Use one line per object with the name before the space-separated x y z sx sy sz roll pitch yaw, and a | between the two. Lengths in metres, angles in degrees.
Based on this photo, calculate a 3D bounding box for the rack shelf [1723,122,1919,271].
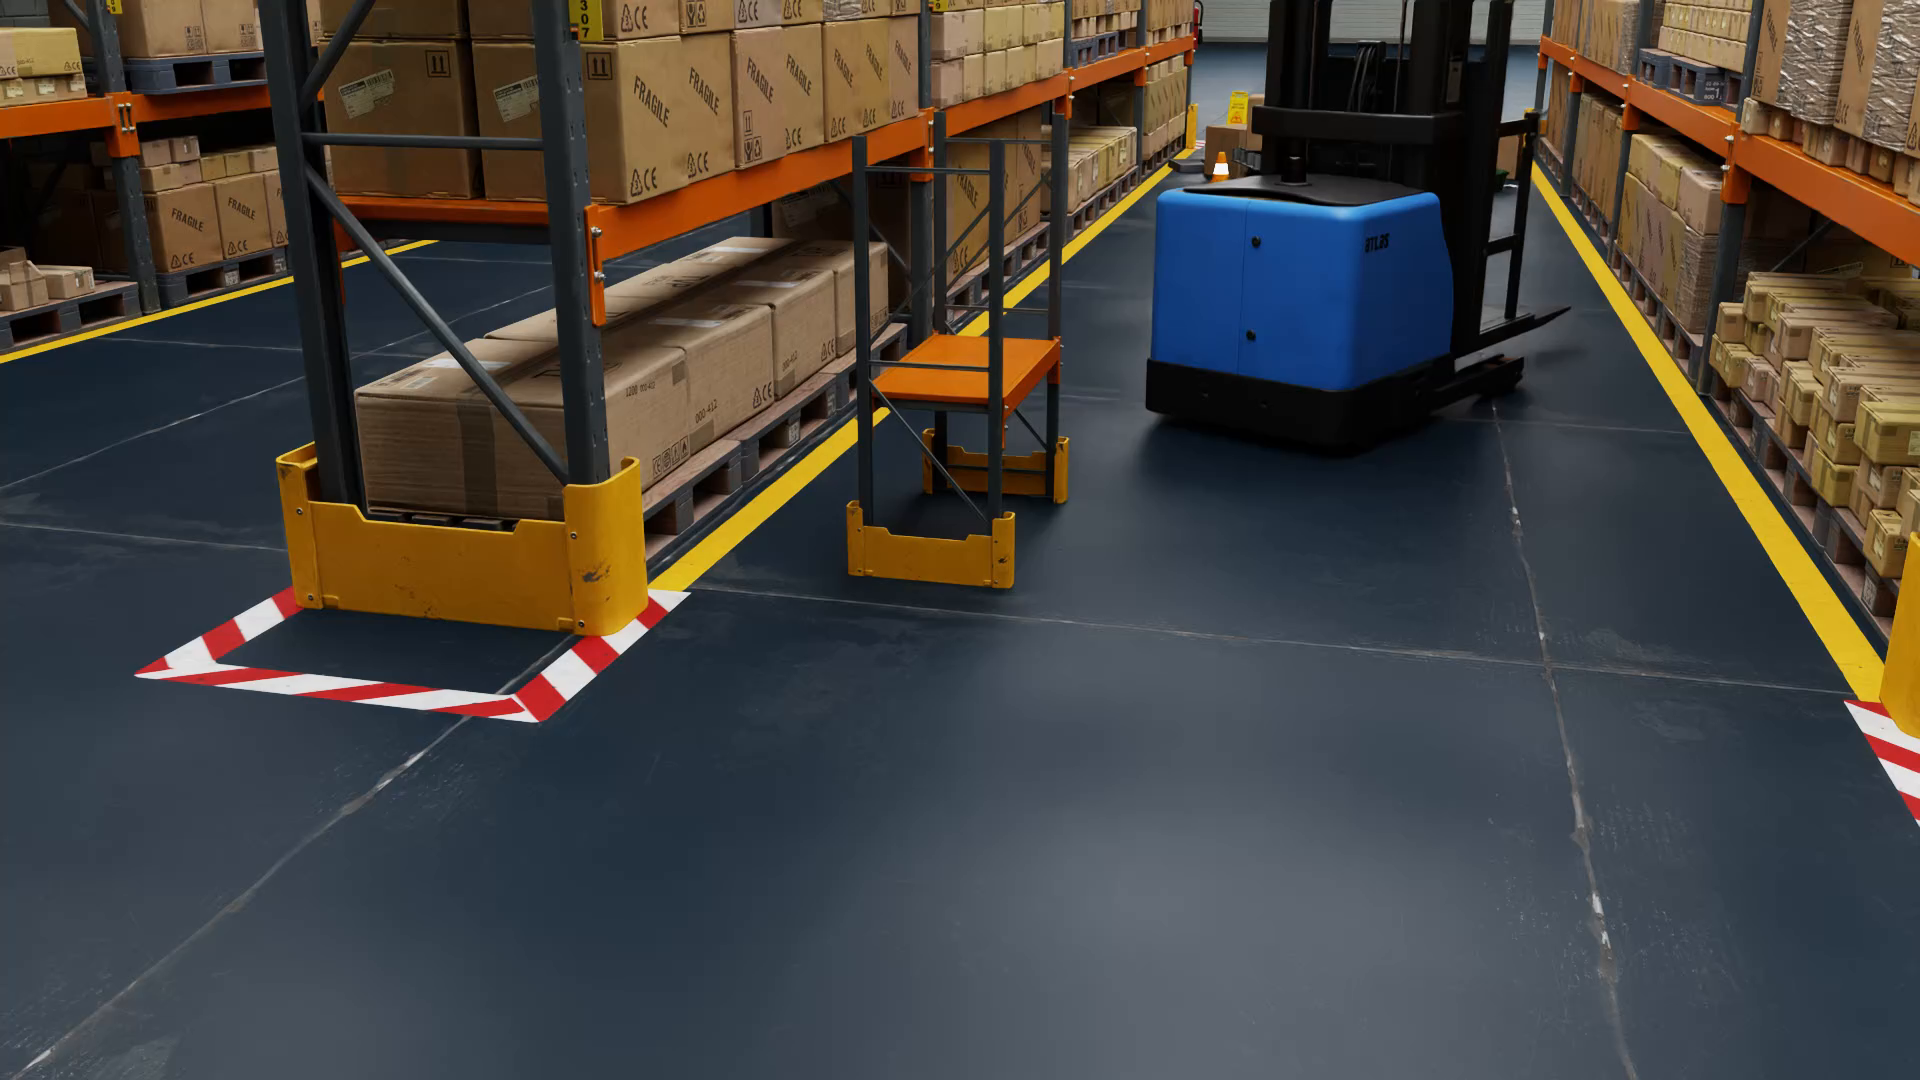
rack shelf | 3.686 -1.142 6.002 1.077 0.370 4.000 5 19 13

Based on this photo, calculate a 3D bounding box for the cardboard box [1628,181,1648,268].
cardboard box | 4.612 -2.019 10.675 0.500 0.500 0.500 5 19 14

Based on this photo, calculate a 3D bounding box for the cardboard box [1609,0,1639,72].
cardboard box | 5.125 -3.728 12.308 0.500 0.500 0.500 5 19 13

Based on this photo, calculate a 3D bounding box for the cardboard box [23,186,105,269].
cardboard box | -5.631 -2.052 10.772 0.500 0.500 0.500 5 19 13

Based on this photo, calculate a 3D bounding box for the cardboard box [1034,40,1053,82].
cardboard box | 0.346 -3.310 11.471 0.500 0.250 0.500 5 19 14

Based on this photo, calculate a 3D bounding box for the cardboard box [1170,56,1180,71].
cardboard box | 2.250 -5.318 18.557 0.380 0.149 0.250 5 19 14

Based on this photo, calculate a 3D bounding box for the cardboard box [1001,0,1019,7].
cardboard box | 0.079 -3.585 10.341 0.500 0.500 0.500 4 19 12

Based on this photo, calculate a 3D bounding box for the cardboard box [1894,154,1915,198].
cardboard box | 3.279 -1.178 5.383 0.380 0.149 0.250 4 19 11

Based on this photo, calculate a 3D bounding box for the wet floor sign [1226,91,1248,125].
wet floor sign | 3.366 -5.090 20.092 0.267 0.644 0.232 12 22 32

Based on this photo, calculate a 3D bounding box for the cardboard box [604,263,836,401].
cardboard box | -1.126 -0.985 7.746 0.875 0.438 0.875 4 19 12

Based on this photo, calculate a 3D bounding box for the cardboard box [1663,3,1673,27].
cardboard box | 4.839 -3.448 10.919 0.380 0.149 0.250 6 20 16

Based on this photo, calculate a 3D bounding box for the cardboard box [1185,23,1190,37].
cardboard box | 2.443 -5.888 19.174 0.380 0.149 0.250 4 19 13

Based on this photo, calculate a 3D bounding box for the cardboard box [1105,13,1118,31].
cardboard box | 1.183 -4.554 14.618 0.380 0.149 0.250 5 19 13

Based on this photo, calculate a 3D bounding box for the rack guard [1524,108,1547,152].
rack guard | 7.112 -4.695 19.159 1.175 0.500 0.348 5 19 13

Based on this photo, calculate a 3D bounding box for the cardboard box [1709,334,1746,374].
cardboard box | 3.774 -0.870 7.854 0.380 0.149 0.250 4 19 11

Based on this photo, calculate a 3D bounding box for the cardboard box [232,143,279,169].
cardboard box | -4.861 -2.687 11.629 0.380 0.149 0.250 5 20 15

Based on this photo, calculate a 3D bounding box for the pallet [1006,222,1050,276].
pallet | 0.061 -2.161 12.188 1.003 0.211 1.213 5 19 13

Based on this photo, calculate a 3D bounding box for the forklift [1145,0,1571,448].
forklift | 2.205 -2.193 8.074 1.130 2.935 3.031 15 24 38

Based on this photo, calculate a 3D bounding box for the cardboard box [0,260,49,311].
cardboard box | -5.403 -1.454 9.384 0.396 0.266 0.258 5 20 15

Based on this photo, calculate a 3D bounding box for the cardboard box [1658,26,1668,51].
cardboard box | 4.847 -3.318 11.000 0.380 0.149 0.250 4 19 13

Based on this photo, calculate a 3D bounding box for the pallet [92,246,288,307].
pallet | -5.302 -1.797 11.123 1.003 0.211 1.213 5 19 13

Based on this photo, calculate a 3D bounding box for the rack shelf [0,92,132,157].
rack shelf | -5.953 -1.892 8.198 1.077 0.370 4.000 5 19 13

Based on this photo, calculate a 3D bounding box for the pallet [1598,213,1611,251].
pallet | 5.417 -2.284 12.548 1.003 0.211 1.213 5 19 13

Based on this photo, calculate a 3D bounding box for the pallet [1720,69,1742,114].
pallet | 4.502 -2.246 8.420 1.003 0.211 1.213 5 19 13

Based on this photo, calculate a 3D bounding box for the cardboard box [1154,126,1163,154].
cardboard box | 1.830 -4.205 17.462 0.500 0.250 0.500 6 20 16

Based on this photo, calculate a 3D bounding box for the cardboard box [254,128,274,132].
cardboard box | -5.147 -3.053 12.700 0.380 0.149 0.250 4 19 11

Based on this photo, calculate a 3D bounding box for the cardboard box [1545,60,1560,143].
cardboard box | 7.005 -4.845 18.371 0.875 0.875 0.875 5 19 14

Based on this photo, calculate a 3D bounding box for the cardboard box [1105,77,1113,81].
cardboard box | 1.311 -4.594 17.441 0.500 0.500 0.500 5 19 14

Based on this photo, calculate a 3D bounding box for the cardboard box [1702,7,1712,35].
cardboard box | 4.464 -2.959 9.488 0.380 0.149 0.250 5 20 15

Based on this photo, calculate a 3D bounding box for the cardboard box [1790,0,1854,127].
cardboard box | 3.537 -1.851 6.351 0.500 0.500 0.500 4 19 12

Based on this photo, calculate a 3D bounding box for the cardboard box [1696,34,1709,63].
cardboard box | 4.460 -2.821 9.545 0.380 0.149 0.250 4 19 12

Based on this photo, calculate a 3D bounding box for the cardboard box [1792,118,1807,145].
cardboard box | 3.783 -1.752 7.066 0.380 0.149 0.250 4 19 11

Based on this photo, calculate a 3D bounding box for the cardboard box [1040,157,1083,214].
cardboard box | 0.475 -2.853 13.316 0.950 0.372 0.625 3 19 10

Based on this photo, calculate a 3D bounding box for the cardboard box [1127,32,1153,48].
cardboard box | 1.692 -4.930 16.369 0.380 0.149 0.250 5 19 13

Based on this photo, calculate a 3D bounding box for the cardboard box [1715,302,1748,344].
cardboard box | 3.776 -1.011 7.807 0.380 0.149 0.250 6 20 16

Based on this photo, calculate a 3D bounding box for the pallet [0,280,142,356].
pallet | -5.633 -1.324 9.738 1.003 0.211 1.213 5 19 13

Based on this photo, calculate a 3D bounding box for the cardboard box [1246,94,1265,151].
cardboard box | 3.038 -4.020 16.011 0.500 0.500 0.500 5 19 13

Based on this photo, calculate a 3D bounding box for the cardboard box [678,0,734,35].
cardboard box | -1.115 -2.025 5.775 0.500 0.500 0.500 4 19 12

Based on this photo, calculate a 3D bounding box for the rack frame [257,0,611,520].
rack frame | -1.628 -1.214 5.102 1.000 3.000 0.127 5 19 13

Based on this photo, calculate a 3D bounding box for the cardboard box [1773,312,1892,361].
cardboard box | 3.568 -0.827 6.808 0.380 0.149 0.250 5 20 15

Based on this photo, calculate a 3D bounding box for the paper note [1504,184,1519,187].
paper note | 5.415 -3.494 16.368 0.147 0.020 0.142 -9 21 -24

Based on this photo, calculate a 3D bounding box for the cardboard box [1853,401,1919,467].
cardboard box | 3.138 -0.338 5.376 0.380 0.149 0.250 4 19 12

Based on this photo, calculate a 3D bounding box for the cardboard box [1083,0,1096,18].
cardboard box | 0.782 -4.395 13.150 0.500 0.500 0.500 6 20 16

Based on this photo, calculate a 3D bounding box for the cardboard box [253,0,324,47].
cardboard box | -4.811 -3.647 11.420 0.700 0.500 0.500 5 19 13

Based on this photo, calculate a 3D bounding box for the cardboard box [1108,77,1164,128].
cardboard box | 1.830 -4.560 17.342 0.500 0.500 0.500 5 20 16

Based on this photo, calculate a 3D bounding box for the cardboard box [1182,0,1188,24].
cardboard box | 2.289 -6.069 18.700 0.500 0.500 0.500 5 19 14

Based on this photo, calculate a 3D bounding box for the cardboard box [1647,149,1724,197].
cardboard box | 4.491 -2.223 10.113 0.500 0.250 0.500 5 19 14

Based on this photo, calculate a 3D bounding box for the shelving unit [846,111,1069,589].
shelving unit | 0.019 -0.734 6.015 0.587 1.500 1.083 5 19 13

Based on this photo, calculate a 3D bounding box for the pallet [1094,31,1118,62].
pallet | 0.771 -4.255 14.300 1.003 0.211 1.213 5 19 13

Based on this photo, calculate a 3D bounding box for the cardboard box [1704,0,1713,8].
cardboard box | 4.467 -3.104 9.454 0.380 0.149 0.250 4 19 13

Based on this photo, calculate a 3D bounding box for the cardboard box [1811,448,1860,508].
cardboard box | 3.285 -0.214 5.935 0.380 0.149 0.250 4 19 11

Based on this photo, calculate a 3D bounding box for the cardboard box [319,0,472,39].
cardboard box | -1.741 -1.905 5.422 0.500 0.500 0.500 5 20 15

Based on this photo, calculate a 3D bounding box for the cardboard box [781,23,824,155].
cardboard box | -0.887 -1.866 6.857 0.500 0.500 0.500 5 20 15

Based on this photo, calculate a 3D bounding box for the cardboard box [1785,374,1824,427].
cardboard box | 3.410 -0.527 6.391 0.380 0.149 0.250 5 19 14

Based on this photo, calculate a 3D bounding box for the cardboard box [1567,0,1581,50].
cardboard box | 6.320 -4.978 15.889 0.875 0.550 0.550 5 19 13

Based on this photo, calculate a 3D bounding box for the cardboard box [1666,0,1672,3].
cardboard box | 4.850 -3.593 10.885 0.380 0.149 0.250 5 19 13

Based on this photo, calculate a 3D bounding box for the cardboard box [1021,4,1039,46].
cardboard box | 0.228 -3.392 10.938 0.500 0.250 0.500 4 19 12

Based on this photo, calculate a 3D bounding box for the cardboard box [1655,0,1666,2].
cardboard box | 5.271 -4.023 11.623 0.700 0.500 0.500 5 19 13
